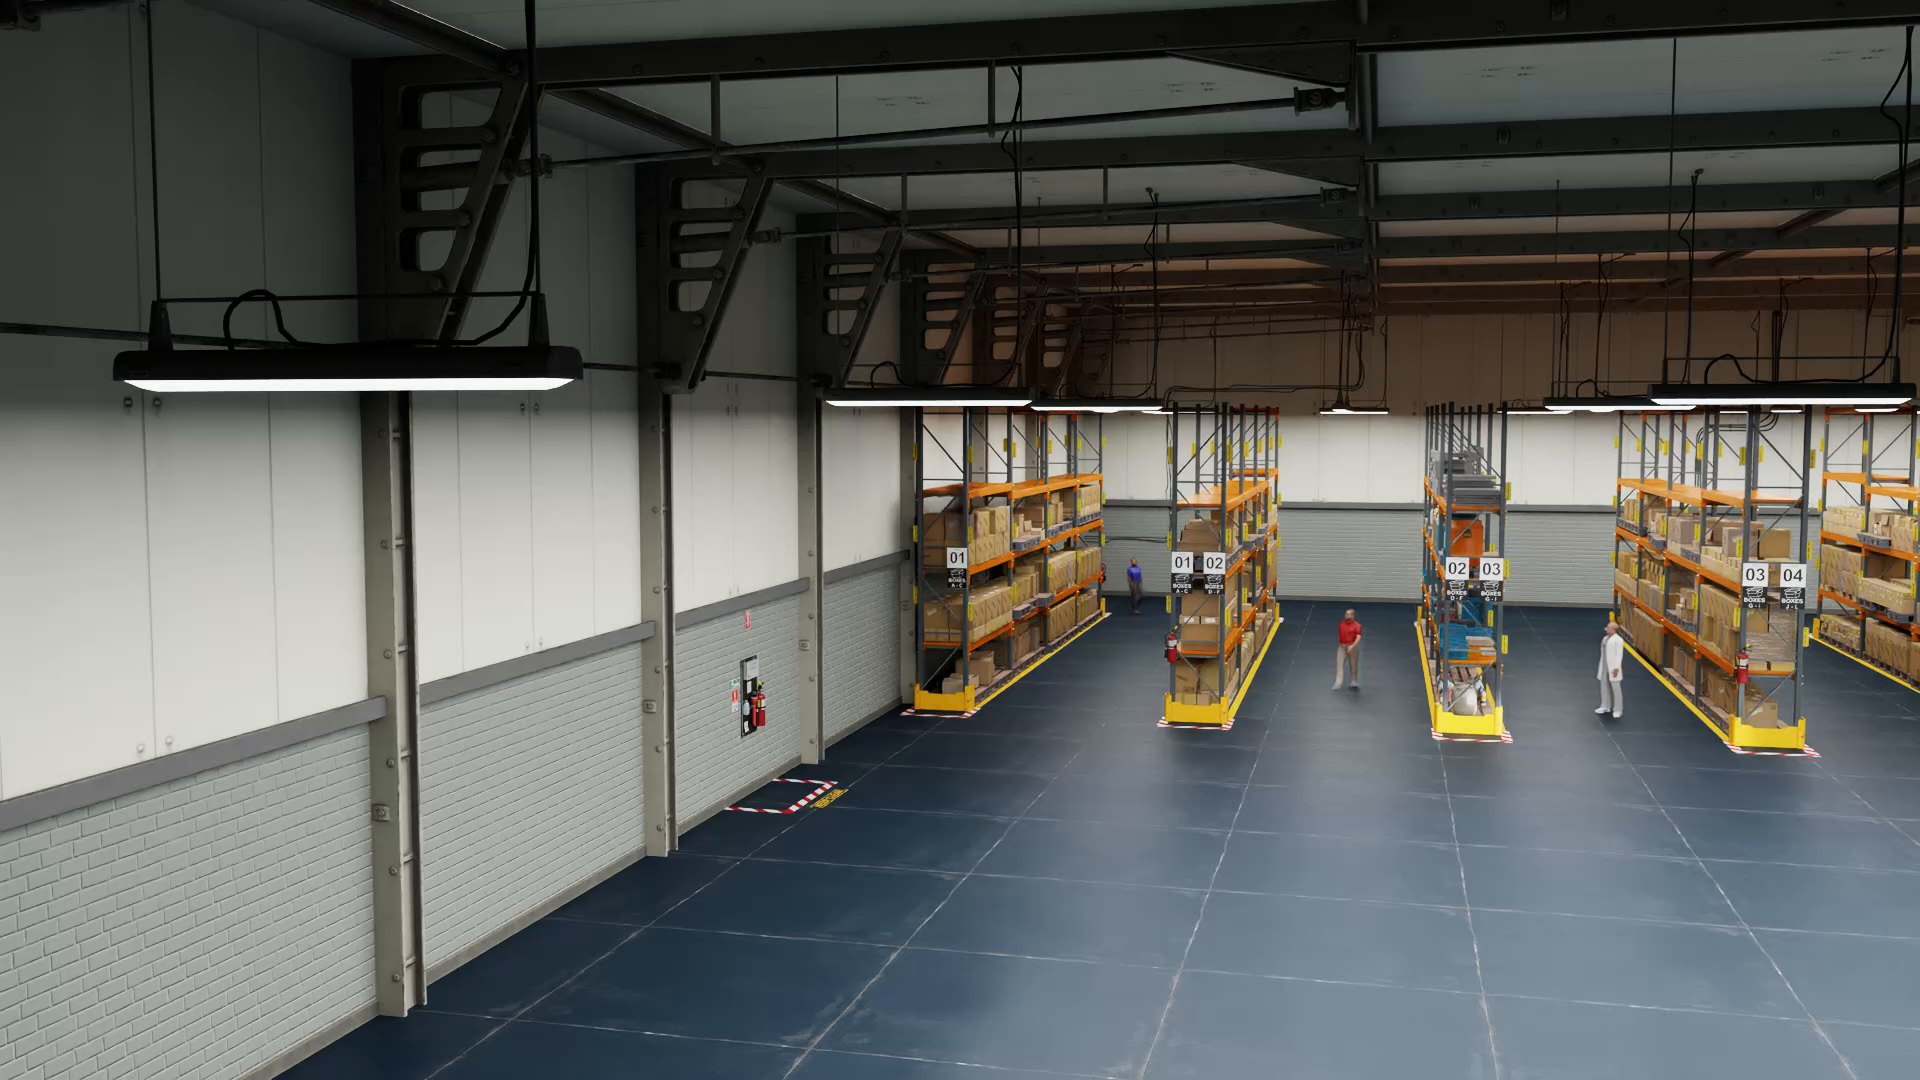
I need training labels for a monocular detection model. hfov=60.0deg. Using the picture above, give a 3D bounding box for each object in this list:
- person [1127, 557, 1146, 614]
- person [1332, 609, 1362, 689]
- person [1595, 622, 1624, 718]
[{"bbox_3d":[5.116,1.328,48.226,0.515,1.636,0.445,-3,5,-36],"label":"person"},{"bbox_3d":[8.157,2.285,34.862,0.506,1.660,1.067,2,5,26],"label":"person"},{"bbox_3d":[12.527,2.485,31.994,0.409,1.817,0.590,-2,5,-31],"label":"person"}]
